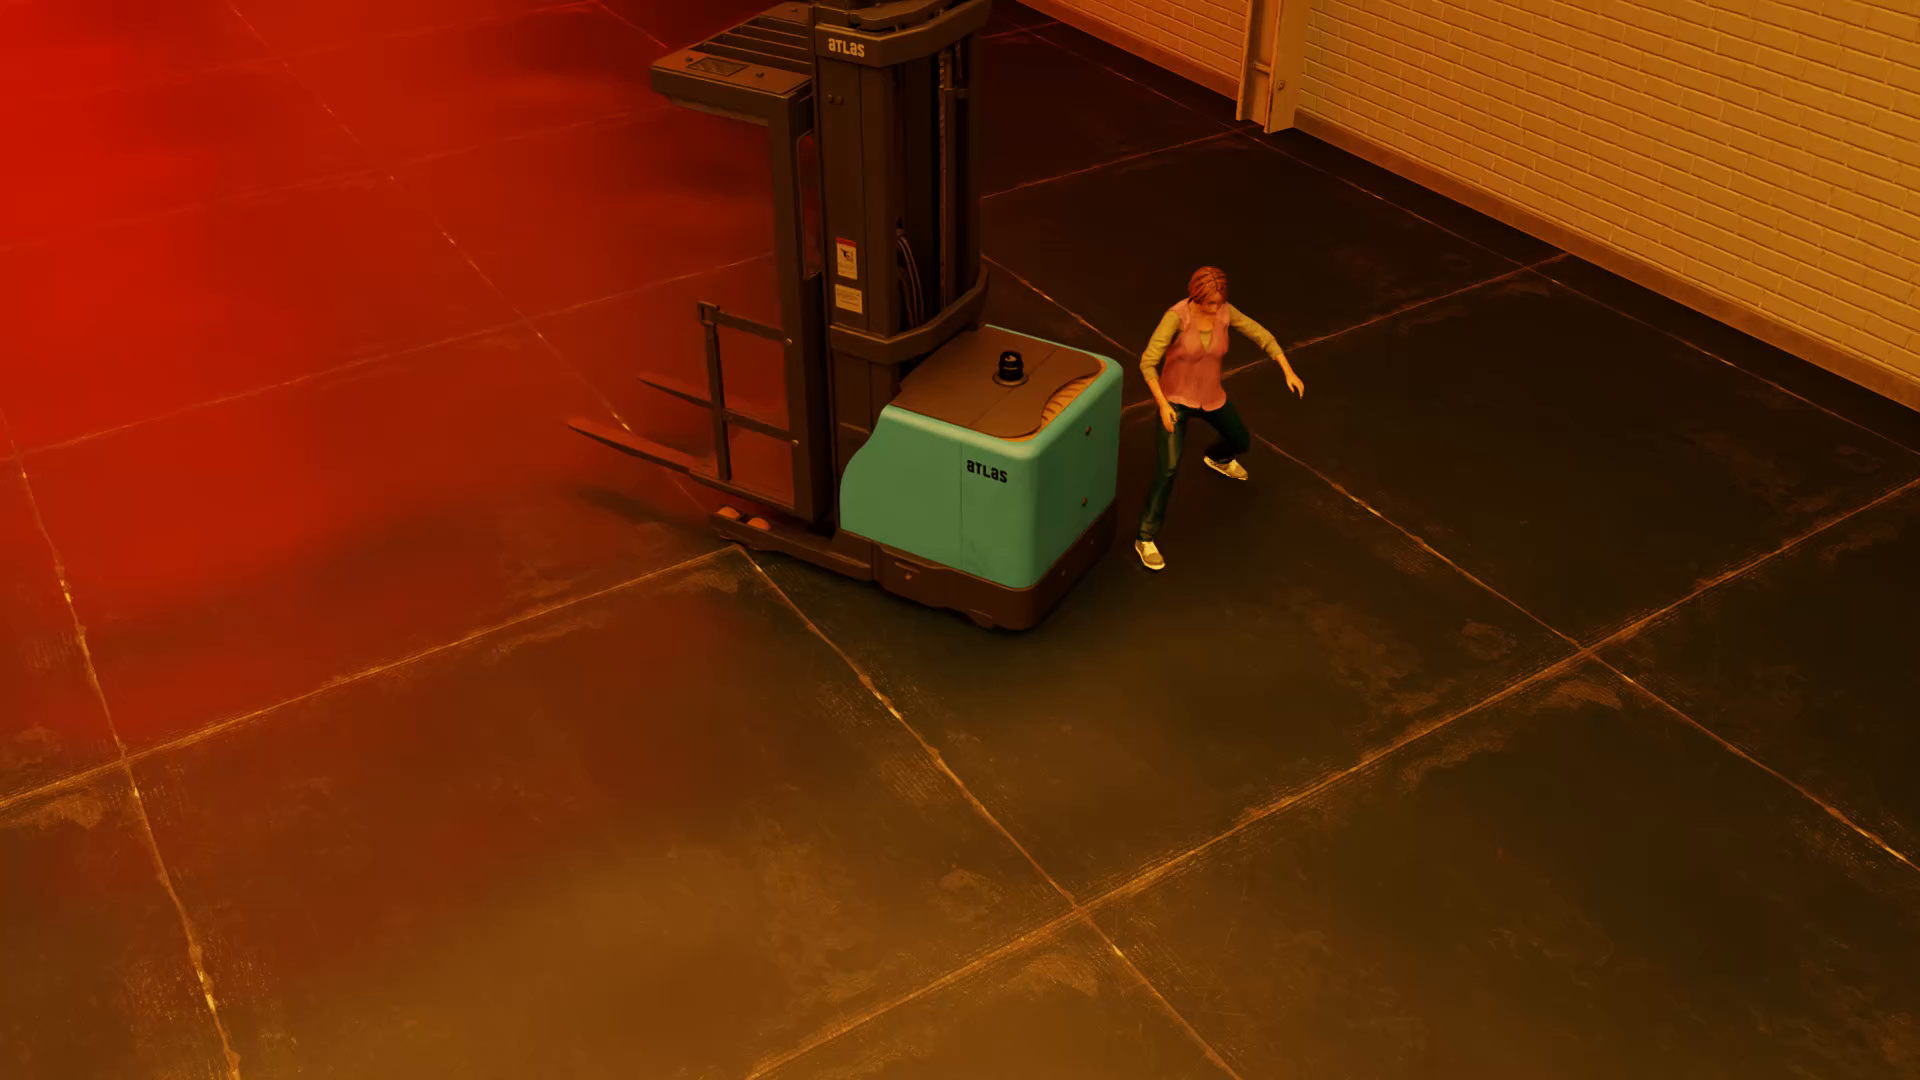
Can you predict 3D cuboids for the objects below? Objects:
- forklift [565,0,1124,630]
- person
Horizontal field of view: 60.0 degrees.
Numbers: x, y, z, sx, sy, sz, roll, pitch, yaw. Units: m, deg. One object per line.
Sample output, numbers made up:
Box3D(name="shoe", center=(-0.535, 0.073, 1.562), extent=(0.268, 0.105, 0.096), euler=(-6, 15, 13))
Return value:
Box3D(name="forklift", center=(-0.721, -1.387, 8.122), extent=(3.031, 2.935, 1.130), euler=(19, 39, 25))
Box3D(name="person", center=(1.251, -0.699, 8.492), extent=(0.901, 1.431, 0.884), euler=(-11, 37, -15))
